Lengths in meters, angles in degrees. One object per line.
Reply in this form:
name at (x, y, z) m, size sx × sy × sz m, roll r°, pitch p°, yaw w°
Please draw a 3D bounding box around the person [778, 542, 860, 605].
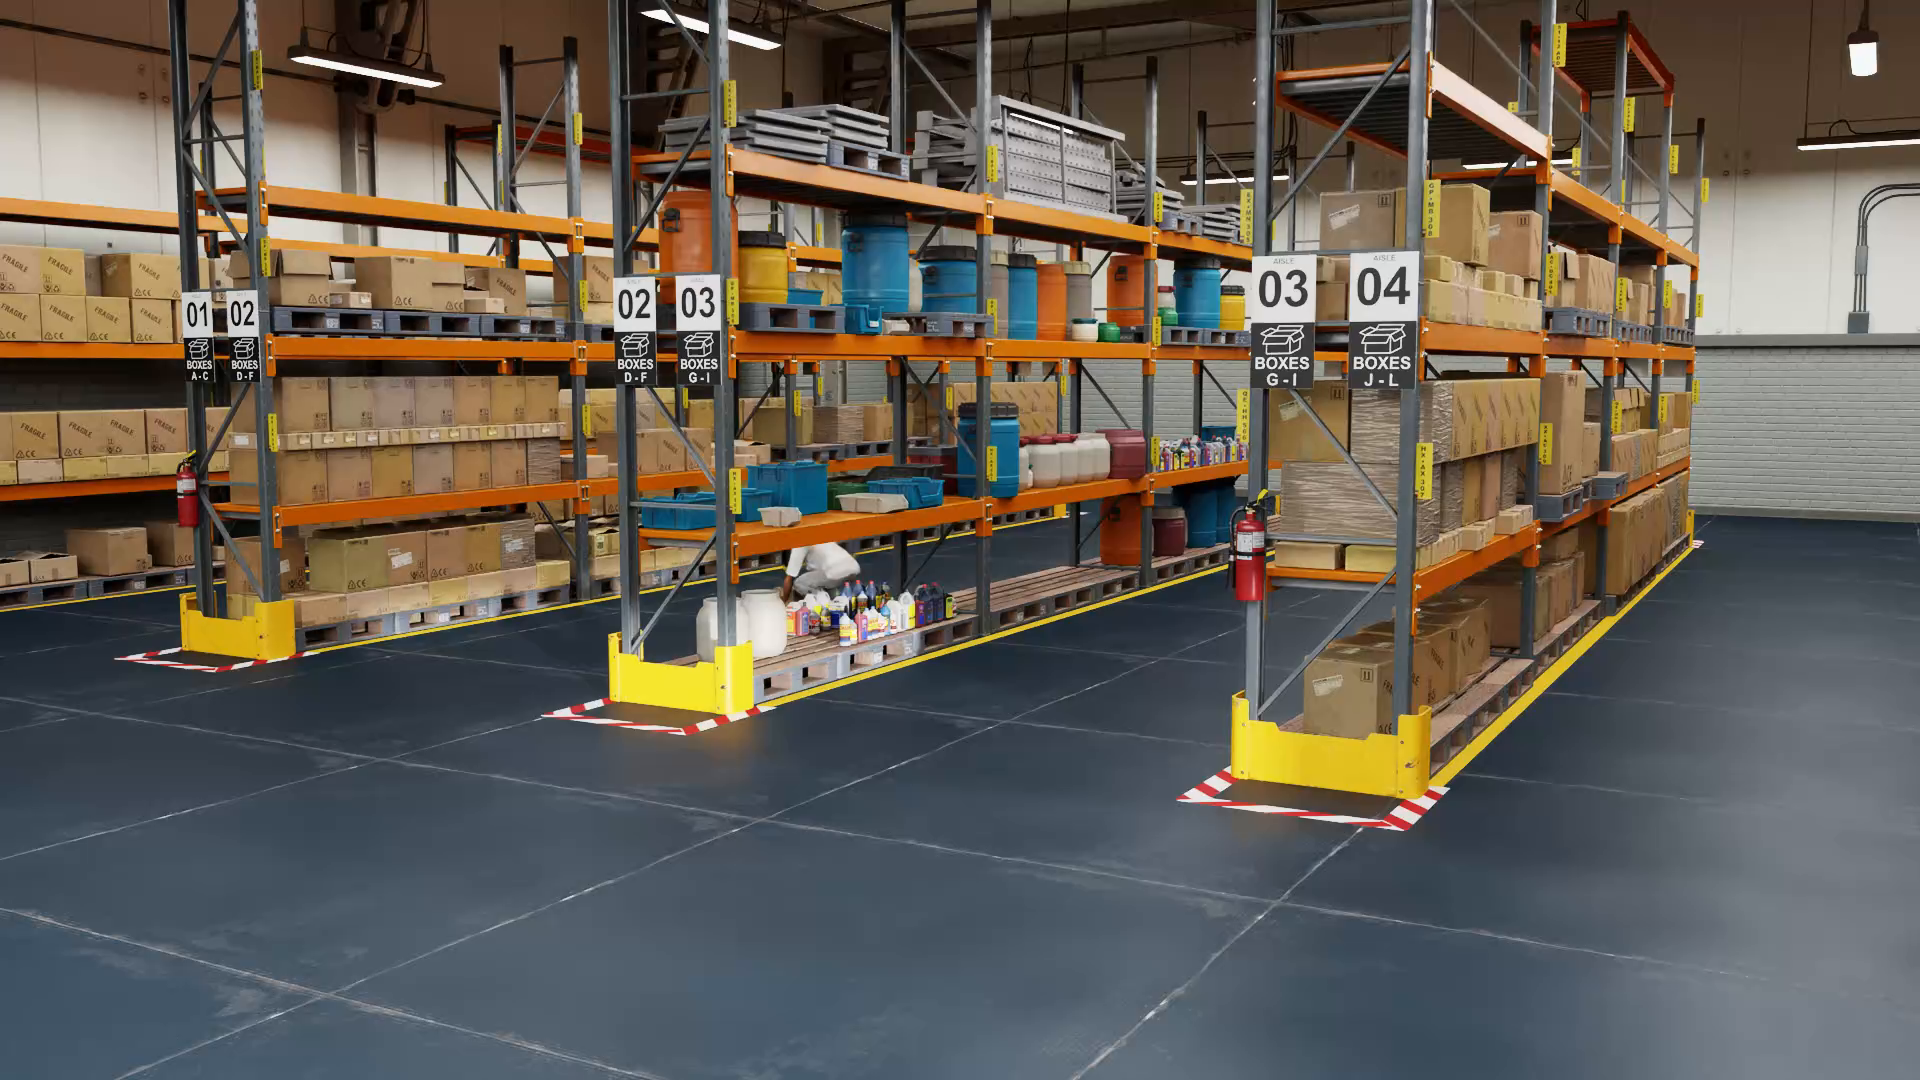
person at (-1.496, 0.322, 17.190) m, size 0.896 × 0.894 × 0.566 m, roll 3°, pitch 7°, yaw 29°
